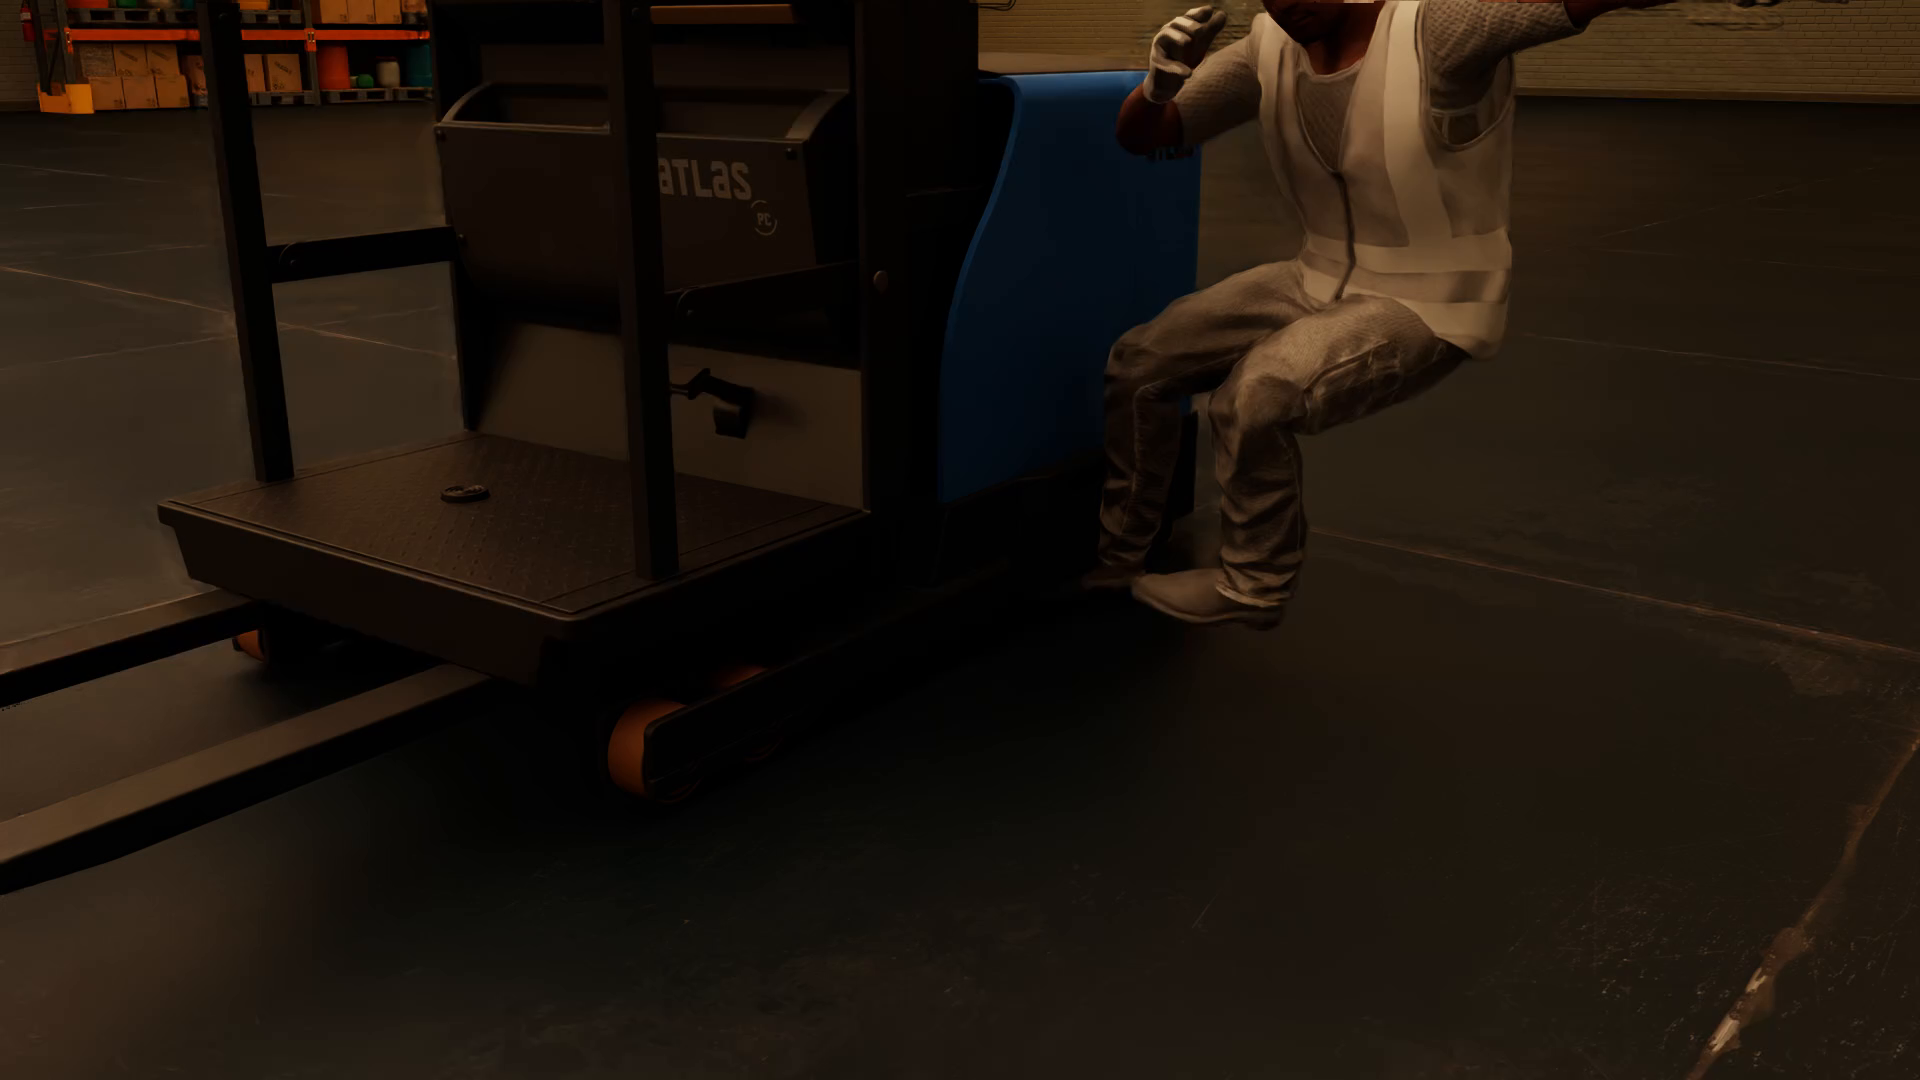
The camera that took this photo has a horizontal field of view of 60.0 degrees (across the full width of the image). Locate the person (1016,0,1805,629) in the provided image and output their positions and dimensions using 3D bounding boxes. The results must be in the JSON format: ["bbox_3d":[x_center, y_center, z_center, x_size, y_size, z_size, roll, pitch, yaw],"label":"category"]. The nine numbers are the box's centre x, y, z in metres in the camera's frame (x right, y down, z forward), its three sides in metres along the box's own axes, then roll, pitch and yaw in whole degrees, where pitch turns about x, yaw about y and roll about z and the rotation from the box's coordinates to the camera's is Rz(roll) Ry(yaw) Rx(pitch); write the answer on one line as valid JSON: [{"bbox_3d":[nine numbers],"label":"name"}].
[{"bbox_3d":[0.711,-0.429,2.920,0.768,1.440,1.519,-11,20,-32],"label":"person"}]

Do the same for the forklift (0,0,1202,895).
[{"bbox_3d":[-0.709,-1.149,2.683,1.130,2.935,3.031,12,20,34],"label":"forklift"}]
